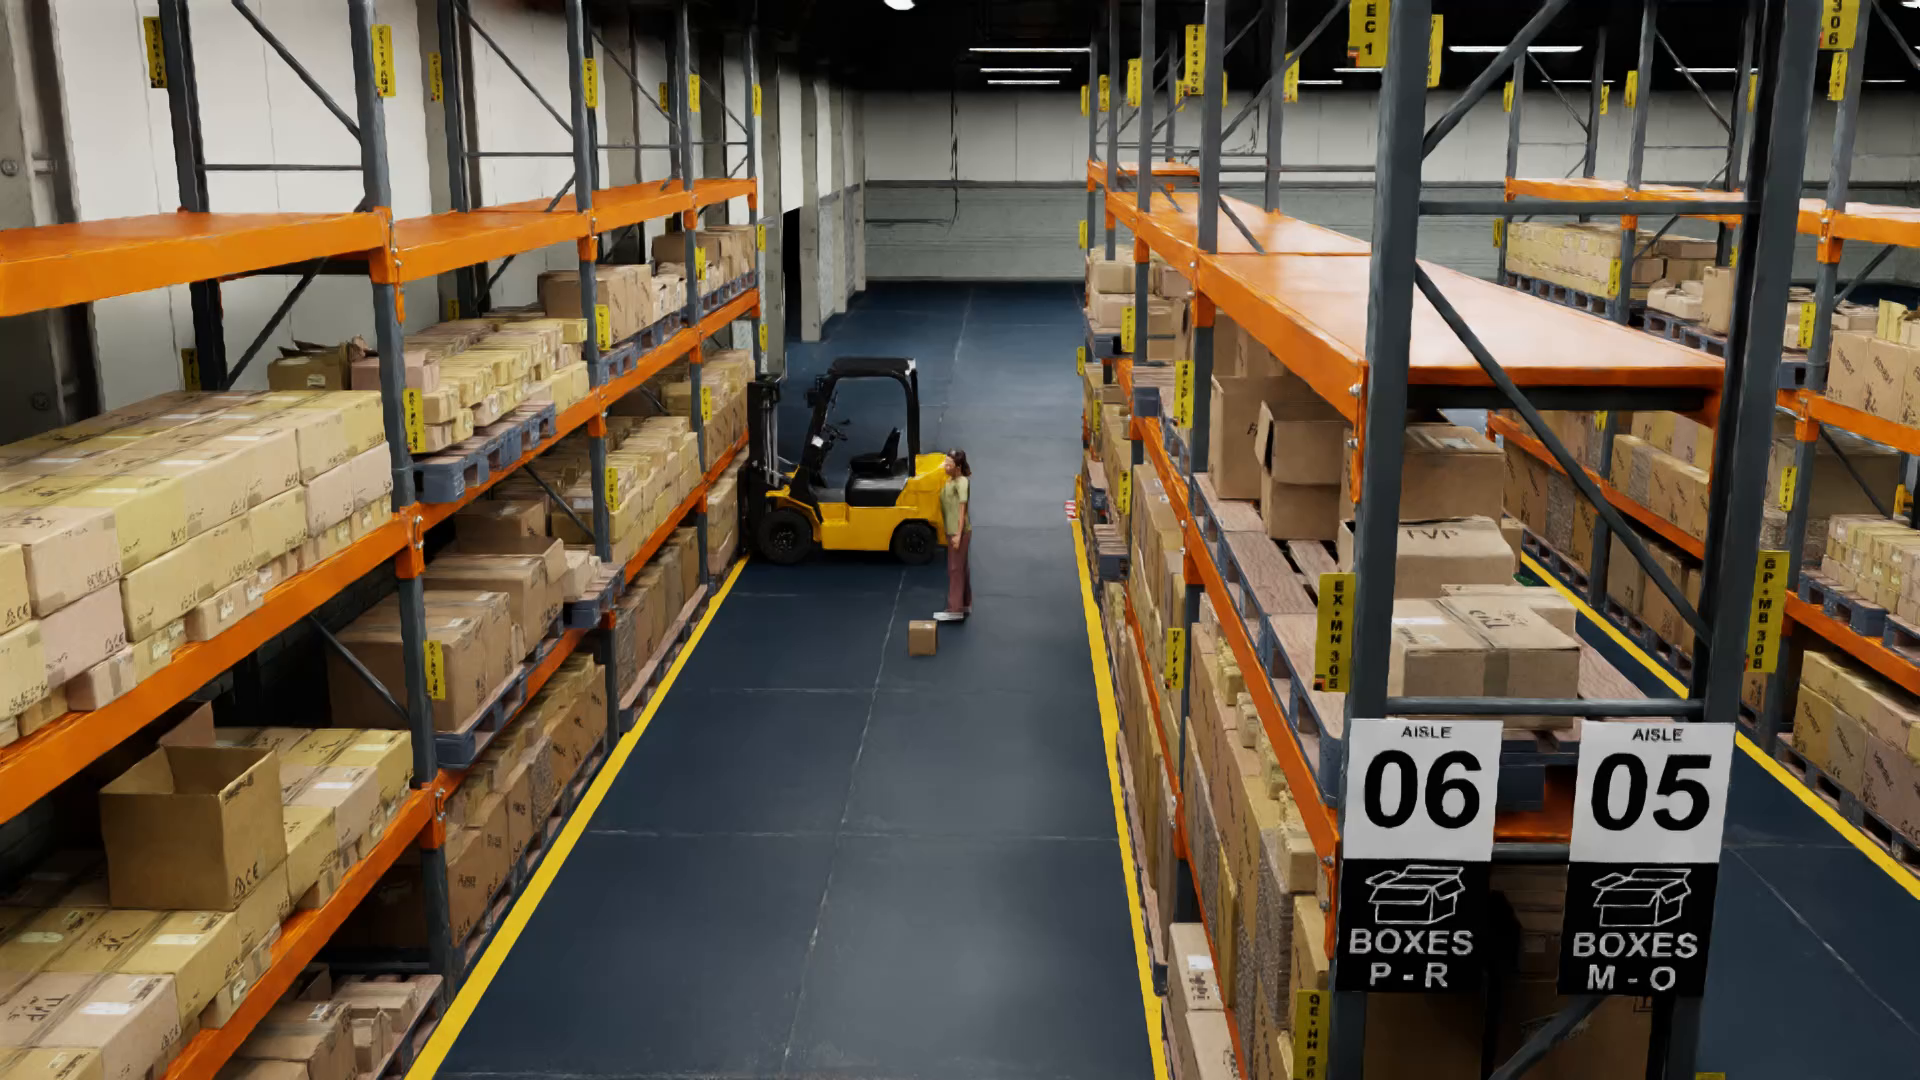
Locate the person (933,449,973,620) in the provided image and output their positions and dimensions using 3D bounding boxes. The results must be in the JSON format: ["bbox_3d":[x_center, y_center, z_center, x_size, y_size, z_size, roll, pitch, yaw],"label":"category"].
[{"bbox_3d":[-0.067,-0.057,16.159,0.441,1.673,0.584,-3,14,-11],"label":"person"}]
